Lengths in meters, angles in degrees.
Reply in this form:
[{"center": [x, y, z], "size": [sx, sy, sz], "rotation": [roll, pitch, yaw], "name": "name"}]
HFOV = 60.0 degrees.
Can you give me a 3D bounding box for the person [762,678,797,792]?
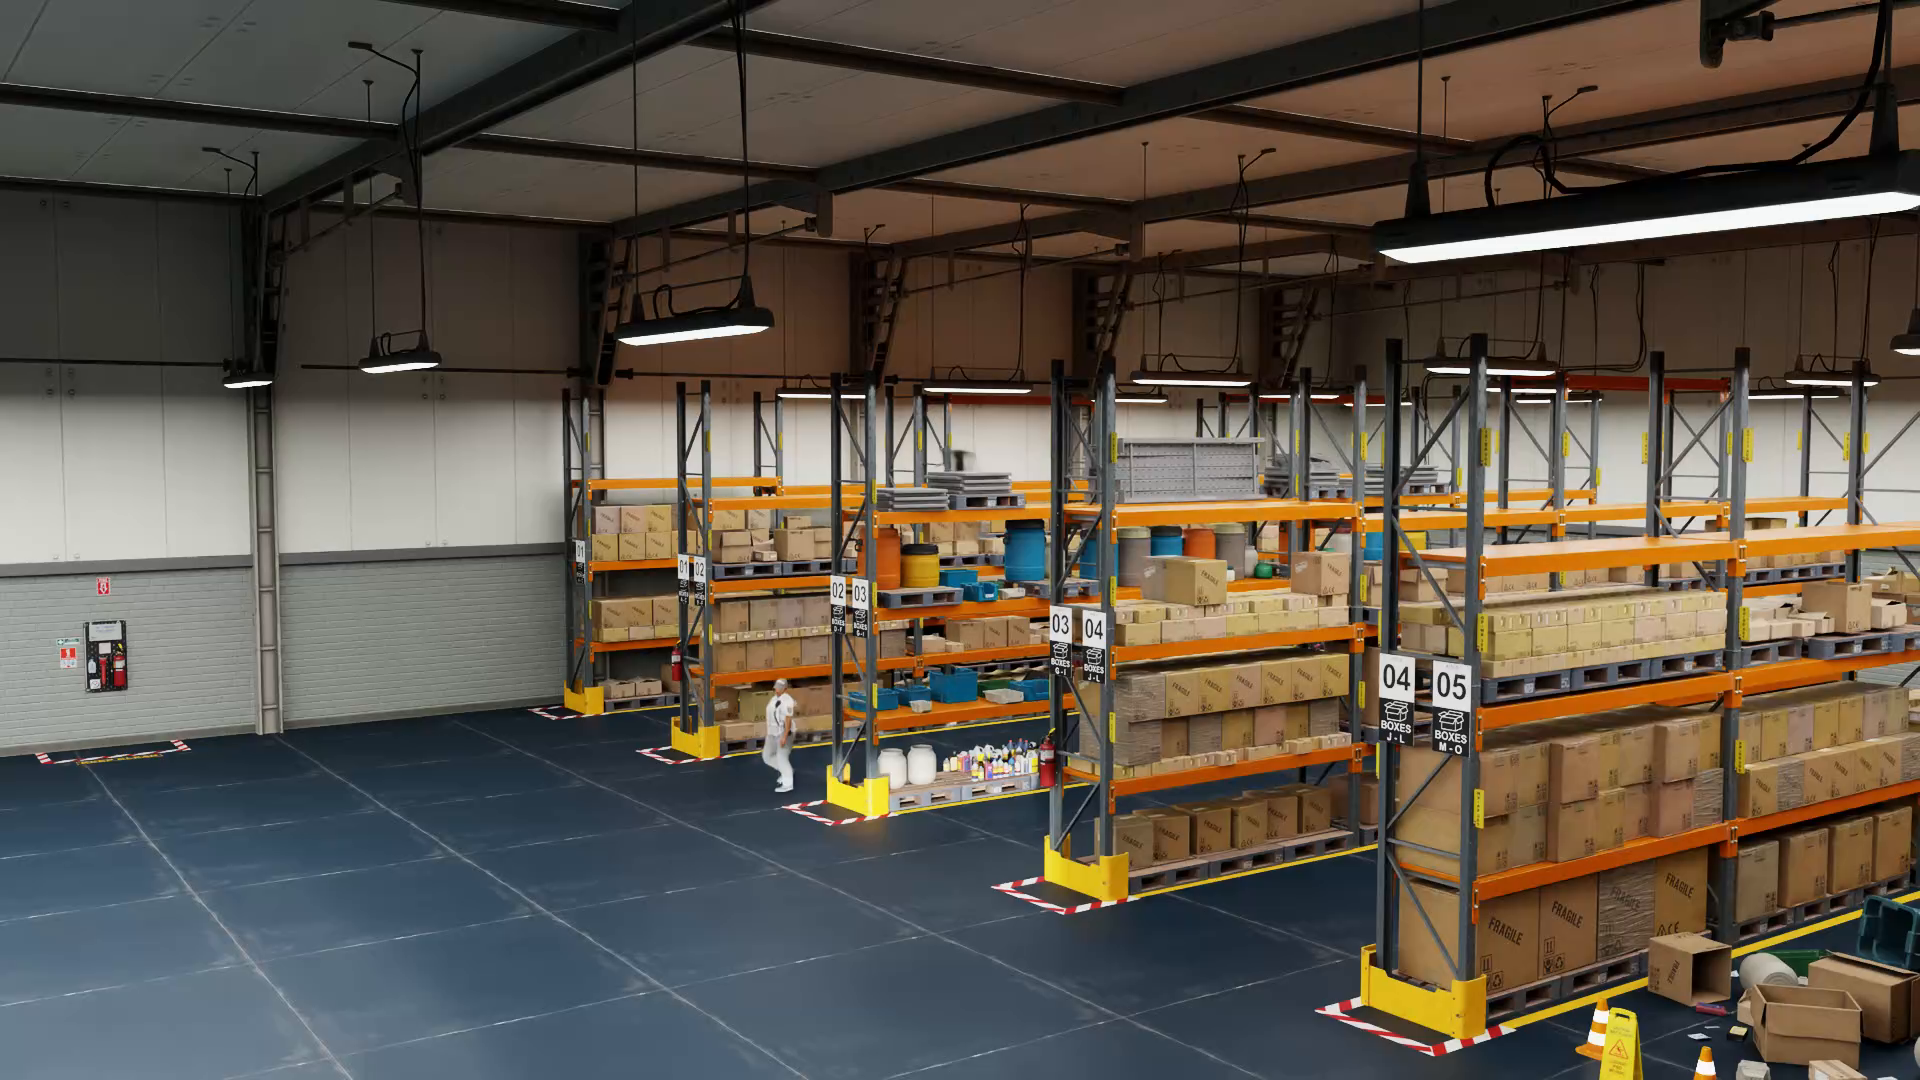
[{"center": [-2.547, 2.789, 23.897], "size": [0.512, 1.643, 0.573], "rotation": [-3, 5, -41], "name": "person"}]
